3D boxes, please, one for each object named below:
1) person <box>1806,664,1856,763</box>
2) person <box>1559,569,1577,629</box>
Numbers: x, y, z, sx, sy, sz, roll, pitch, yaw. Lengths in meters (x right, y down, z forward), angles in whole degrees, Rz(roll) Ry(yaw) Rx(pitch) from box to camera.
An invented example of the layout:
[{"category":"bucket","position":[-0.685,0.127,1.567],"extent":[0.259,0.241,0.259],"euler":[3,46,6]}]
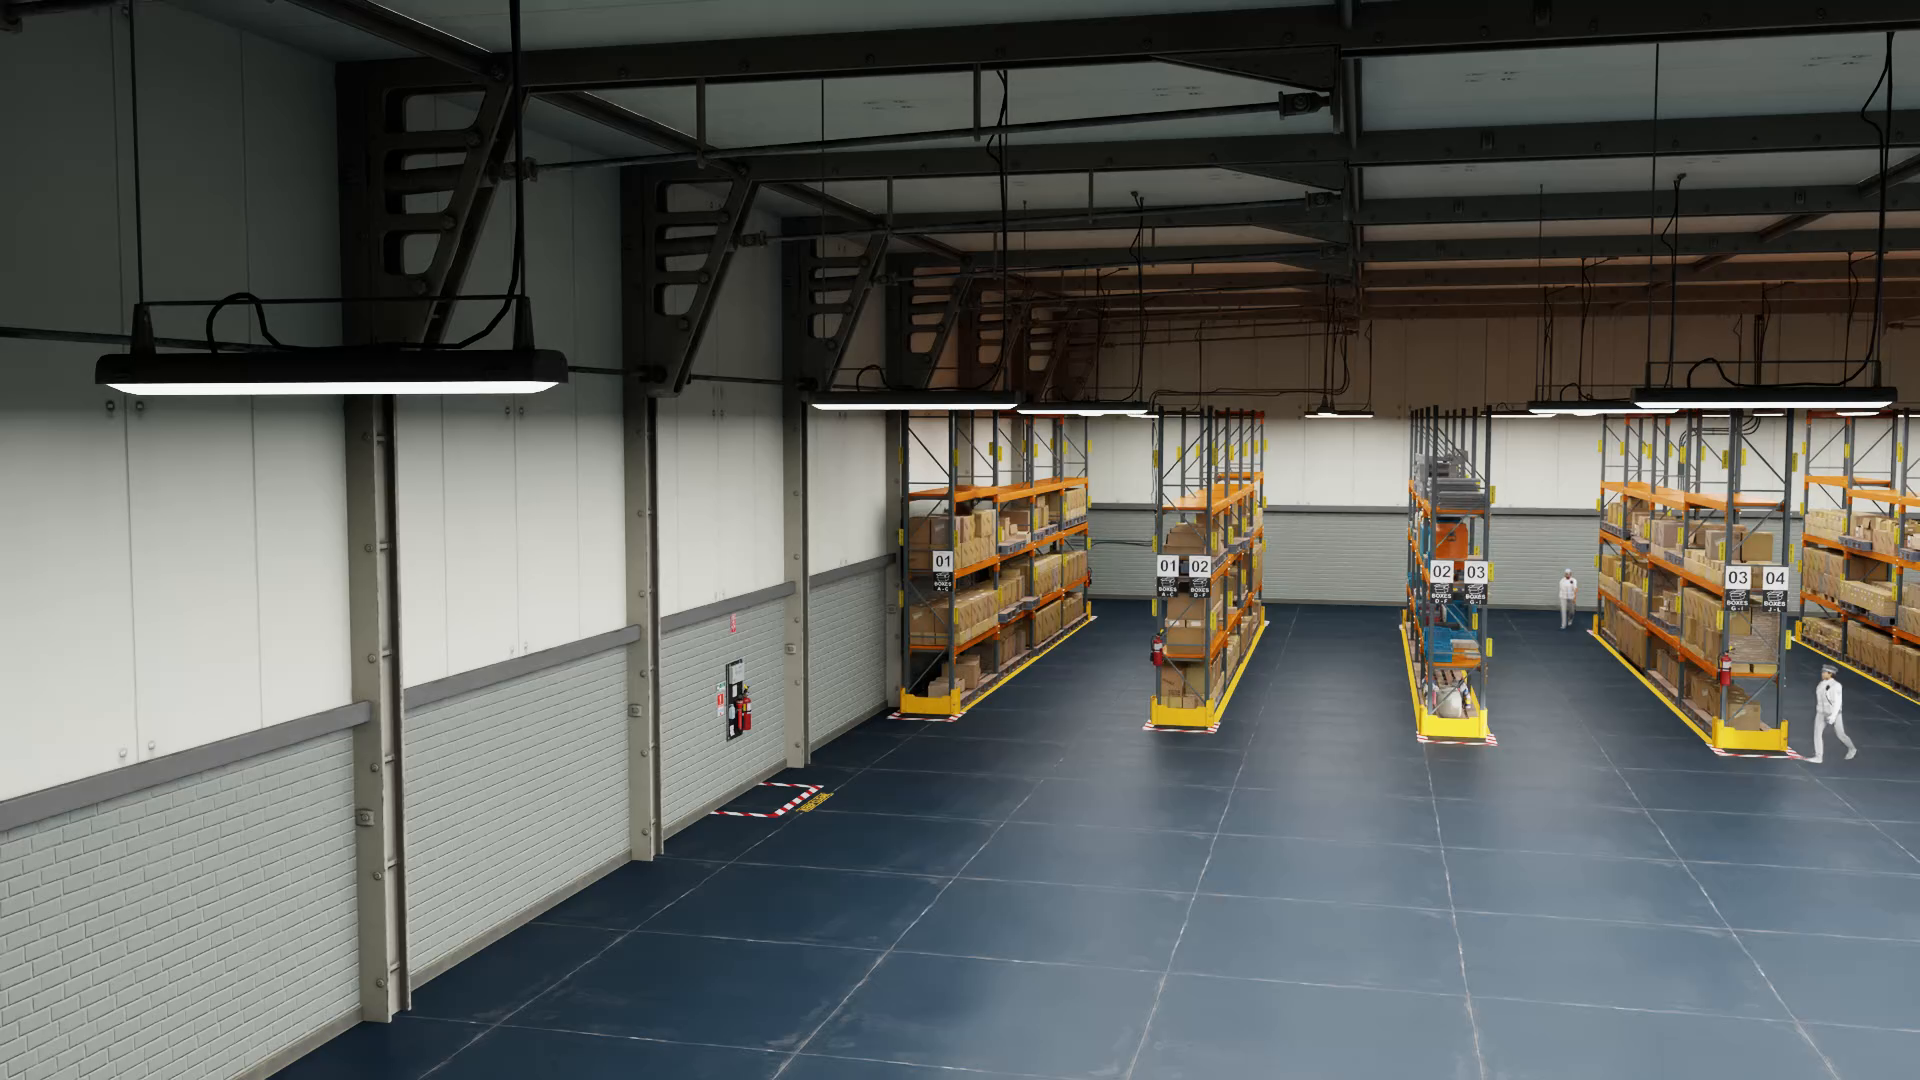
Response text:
[{"category":"person","position":[14.583,2.899,27.838],"extent":[0.888,1.658,0.477],"euler":[-2,5,-30]},{"category":"person","position":[16.752,1.614,45.850],"extent":[0.475,1.636,0.889],"euler":[1,4,13]}]
